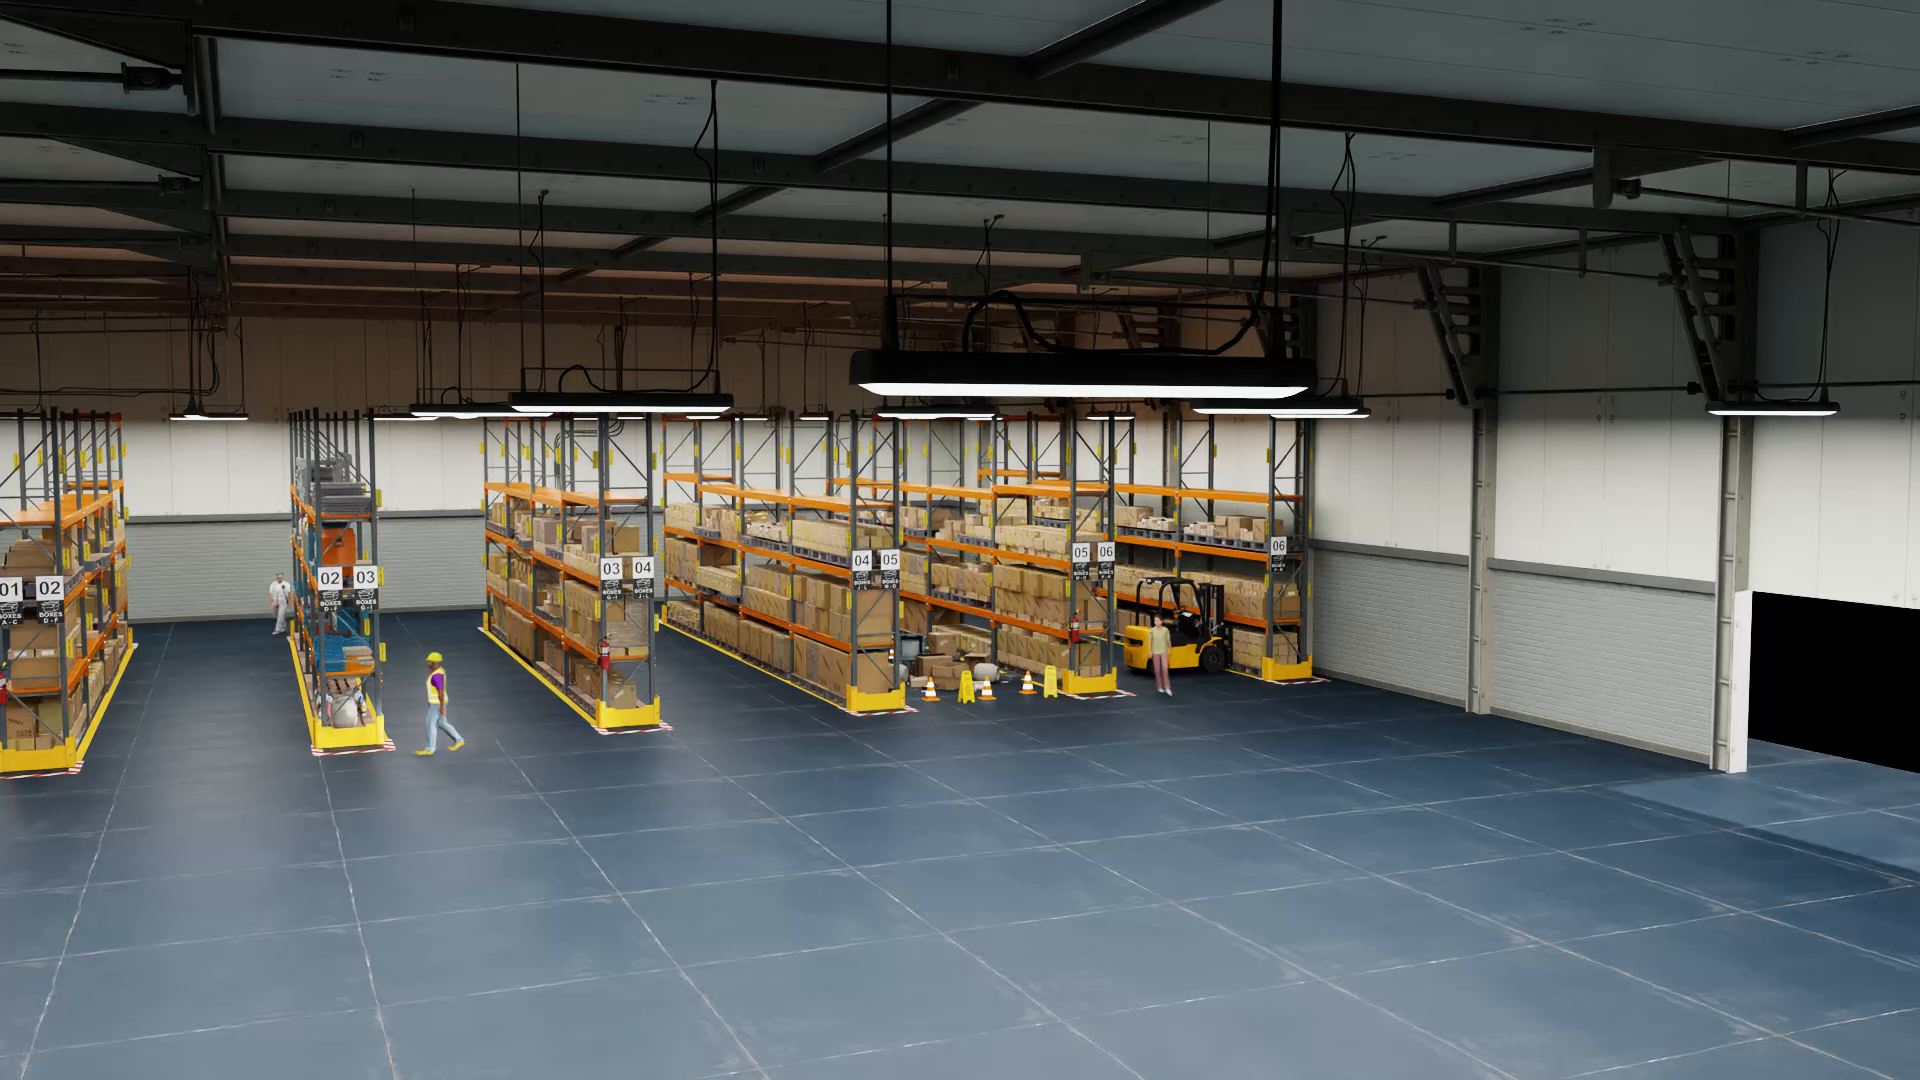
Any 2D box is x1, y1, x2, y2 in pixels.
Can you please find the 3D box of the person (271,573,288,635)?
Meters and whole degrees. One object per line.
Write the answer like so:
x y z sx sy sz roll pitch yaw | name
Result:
-18.492 1.717 45.120 0.434 1.667 1.090 0 4 -1 | person

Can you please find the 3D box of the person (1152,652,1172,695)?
4.283 2.758 35.189 0.470 1.003 0.743 1 4 12 | person

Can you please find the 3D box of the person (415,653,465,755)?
-9.032 2.829 28.848 0.799 1.756 0.550 -1 4 -11 | person
